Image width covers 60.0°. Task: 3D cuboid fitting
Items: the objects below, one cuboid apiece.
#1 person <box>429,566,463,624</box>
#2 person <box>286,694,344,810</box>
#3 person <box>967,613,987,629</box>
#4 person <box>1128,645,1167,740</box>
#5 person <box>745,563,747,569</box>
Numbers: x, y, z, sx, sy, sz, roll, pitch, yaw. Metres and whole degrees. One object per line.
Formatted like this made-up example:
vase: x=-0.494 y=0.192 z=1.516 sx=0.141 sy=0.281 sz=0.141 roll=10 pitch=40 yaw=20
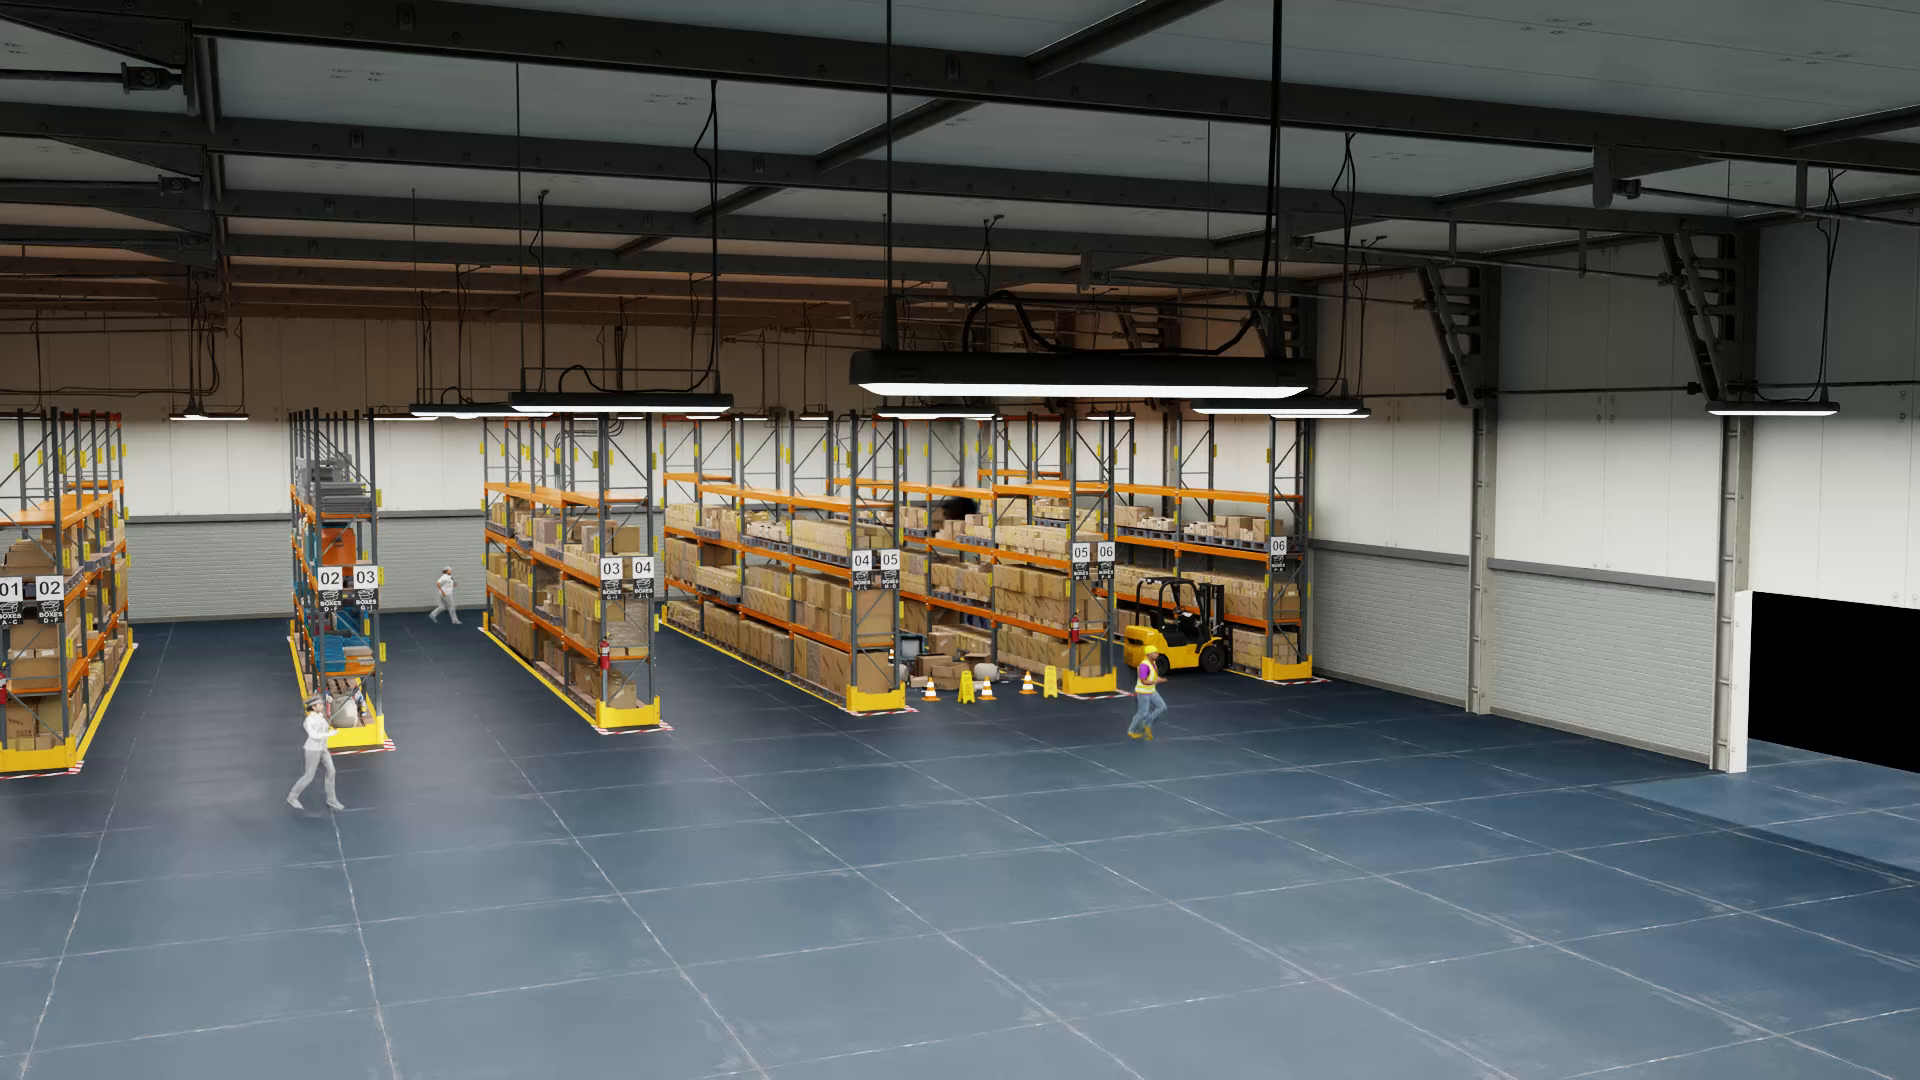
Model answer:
person: x=-14.594 y=1.567 z=47.187 sx=0.907 sy=1.655 sz=0.604 roll=-1 pitch=4 yaw=-15
person: x=-9.542 y=3.146 z=24.554 sx=0.798 sy=1.744 sz=0.636 roll=0 pitch=4 yaw=-3
person: x=0.460 y=1.757 z=44.883 sx=0.556 sy=1.680 sz=0.865 roll=-2 pitch=4 yaw=-24
person: x=3.386 y=2.741 z=29.936 sx=0.787 sy=1.724 sz=0.737 roll=2 pitch=5 yaw=29
person: x=-6.273 y=1.496 z=48.502 sx=0.634 sy=1.677 sz=0.686 roll=4 pitch=6 yaw=45
